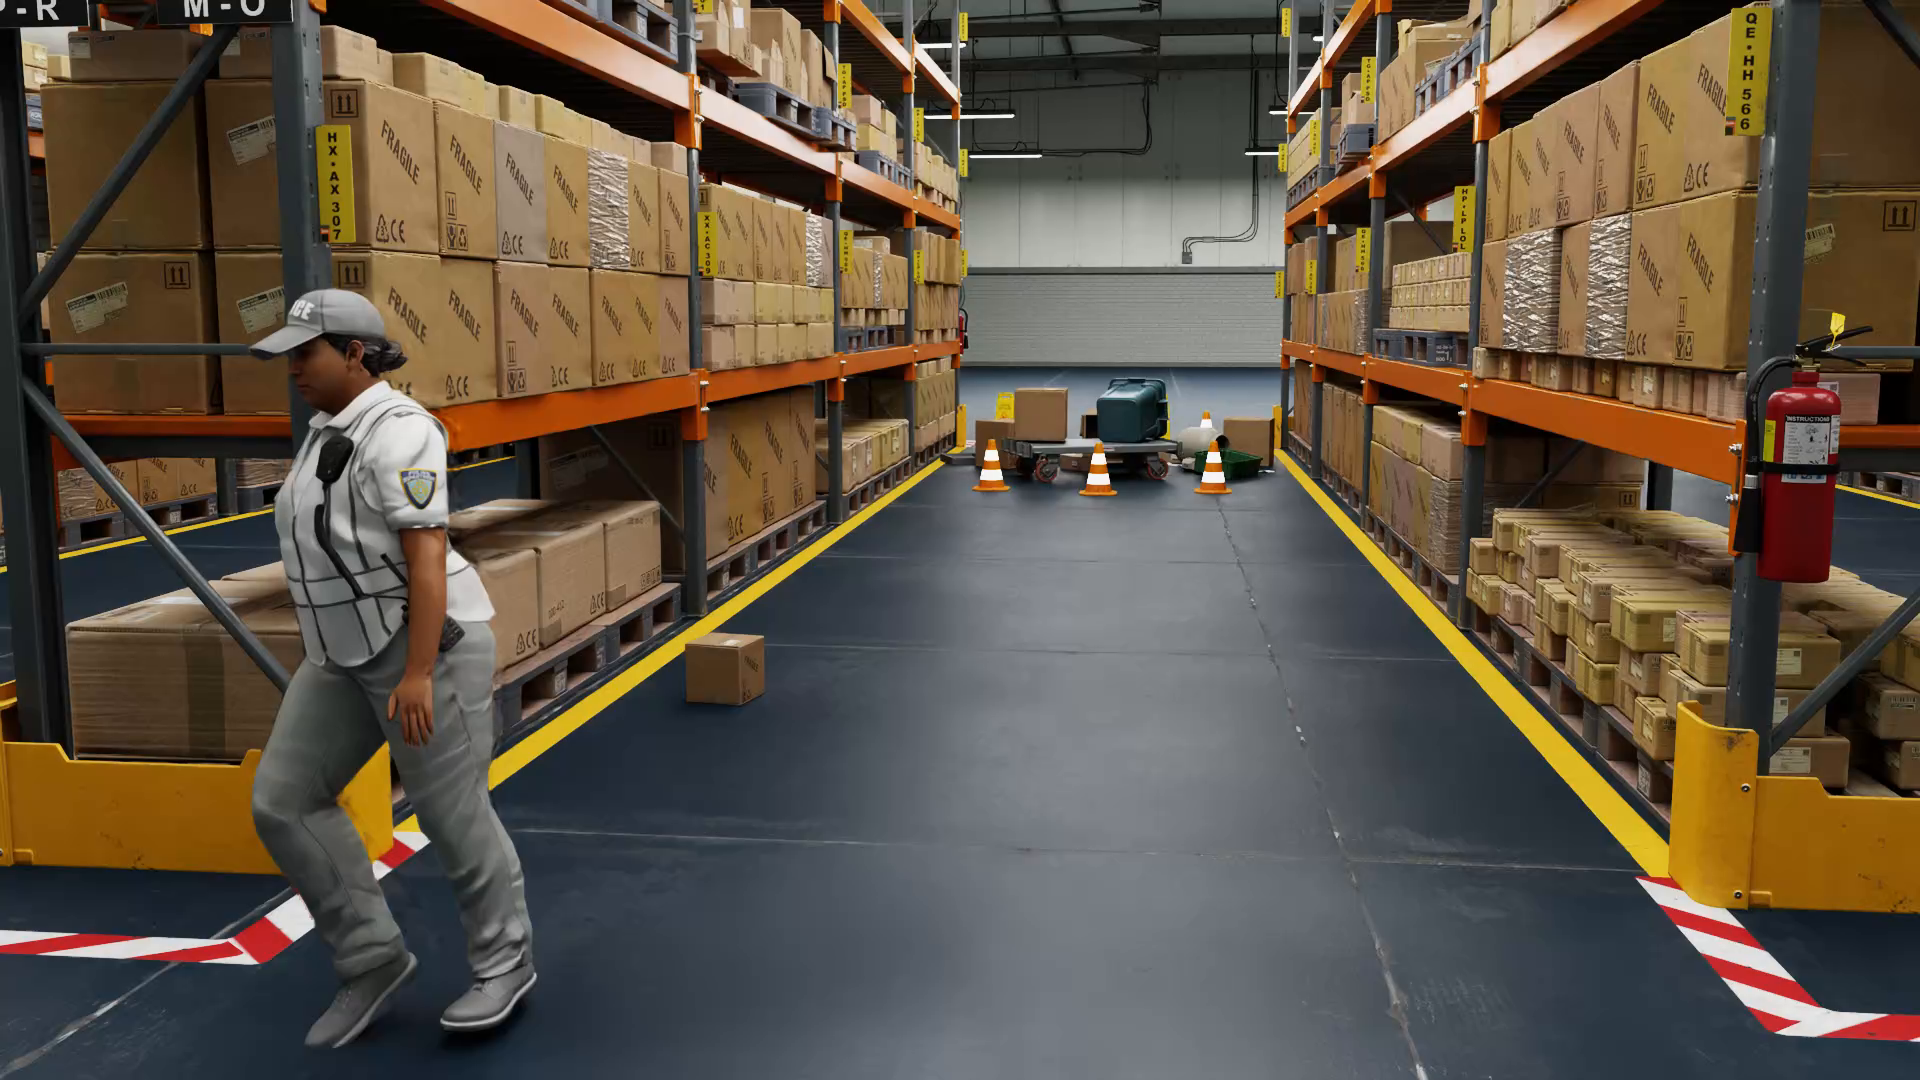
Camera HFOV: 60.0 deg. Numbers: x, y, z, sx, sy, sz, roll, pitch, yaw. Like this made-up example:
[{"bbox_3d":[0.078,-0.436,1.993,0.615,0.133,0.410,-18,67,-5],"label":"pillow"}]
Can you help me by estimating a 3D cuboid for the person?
[{"bbox_3d":[-1.267,0.295,3.715,0.557,1.698,0.513,6,10,39],"label":"person"}]
